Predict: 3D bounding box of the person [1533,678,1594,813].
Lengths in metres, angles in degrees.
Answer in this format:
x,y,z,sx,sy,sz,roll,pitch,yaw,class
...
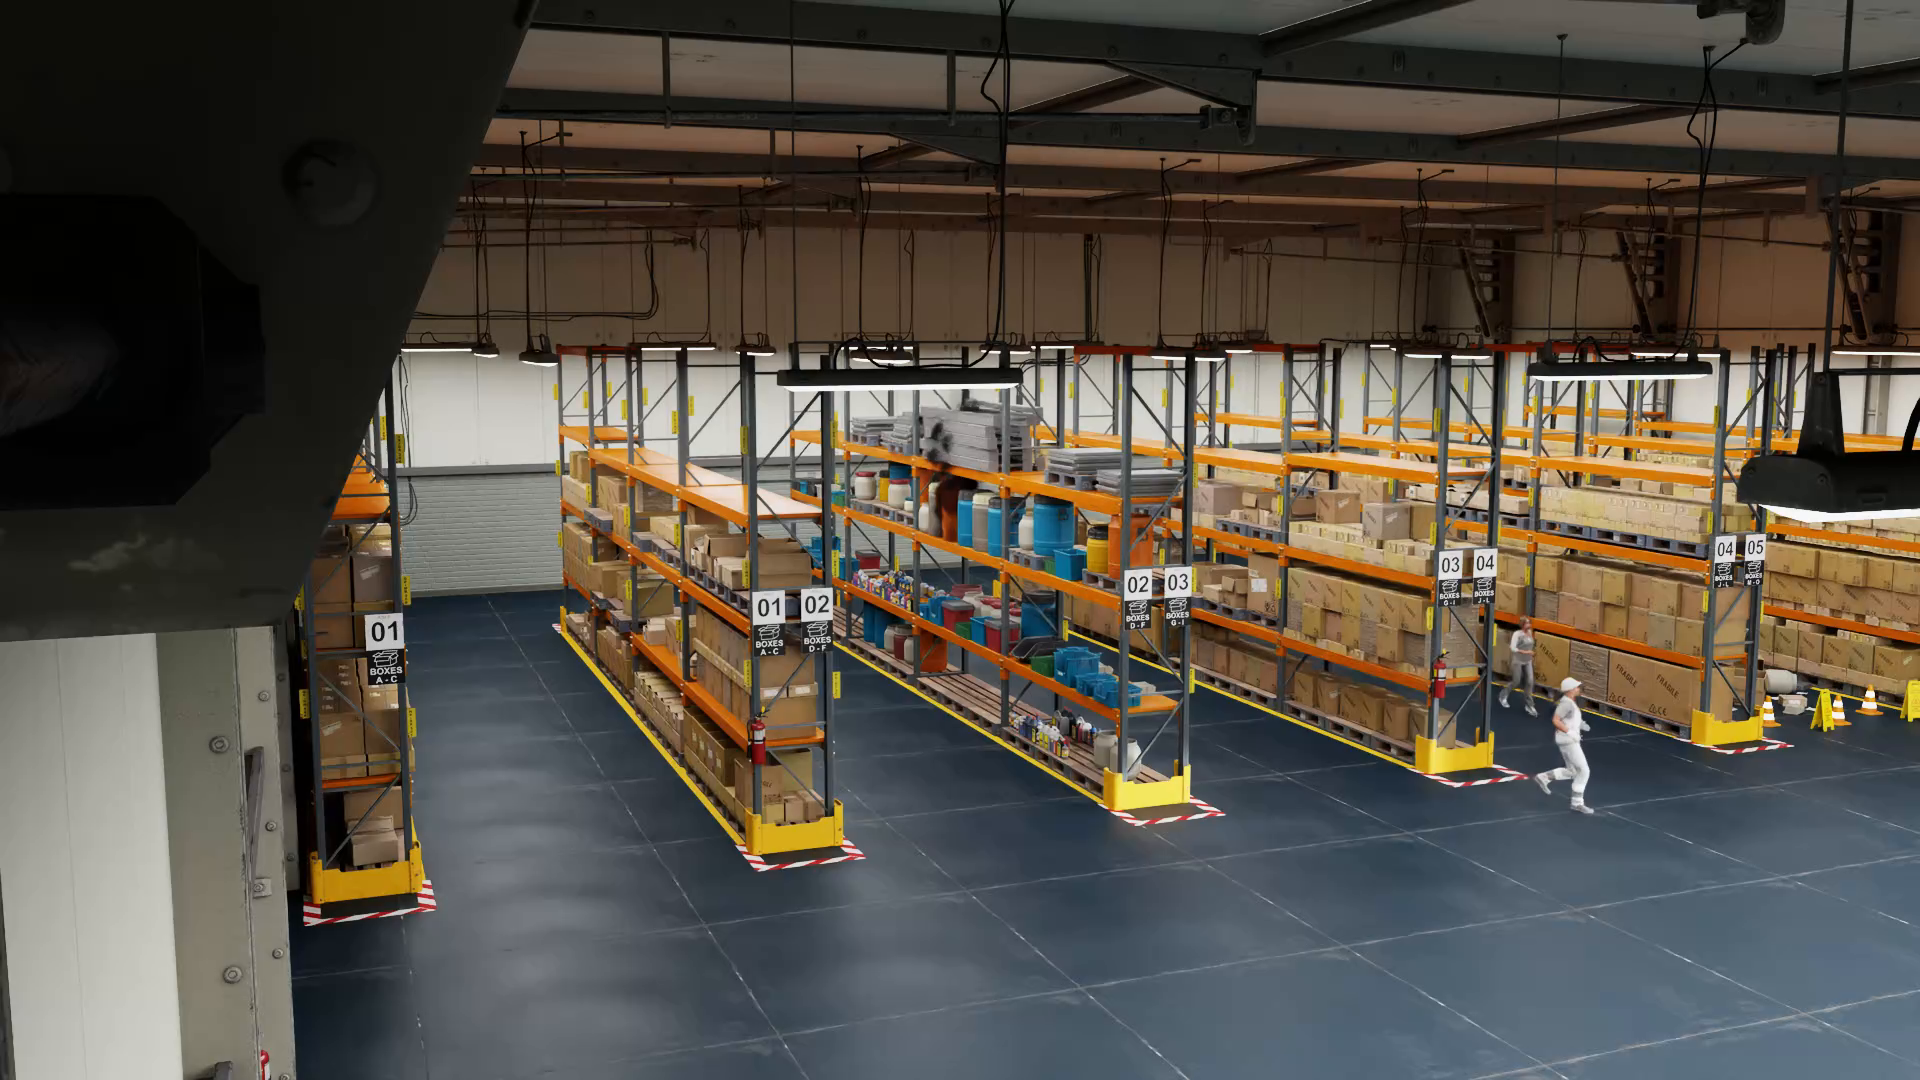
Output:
x,y,z,sx,sy,sz,roll,pitch,yaw,class
8.070,2.691,22.143,0.785,1.733,0.692,3,8,22,person

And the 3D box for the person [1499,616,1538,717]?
x,y,z,sx,sy,sz,roll,pitch,yaw,class
9.262,2.054,27.485,0.557,1.630,0.758,-4,8,-27,person
